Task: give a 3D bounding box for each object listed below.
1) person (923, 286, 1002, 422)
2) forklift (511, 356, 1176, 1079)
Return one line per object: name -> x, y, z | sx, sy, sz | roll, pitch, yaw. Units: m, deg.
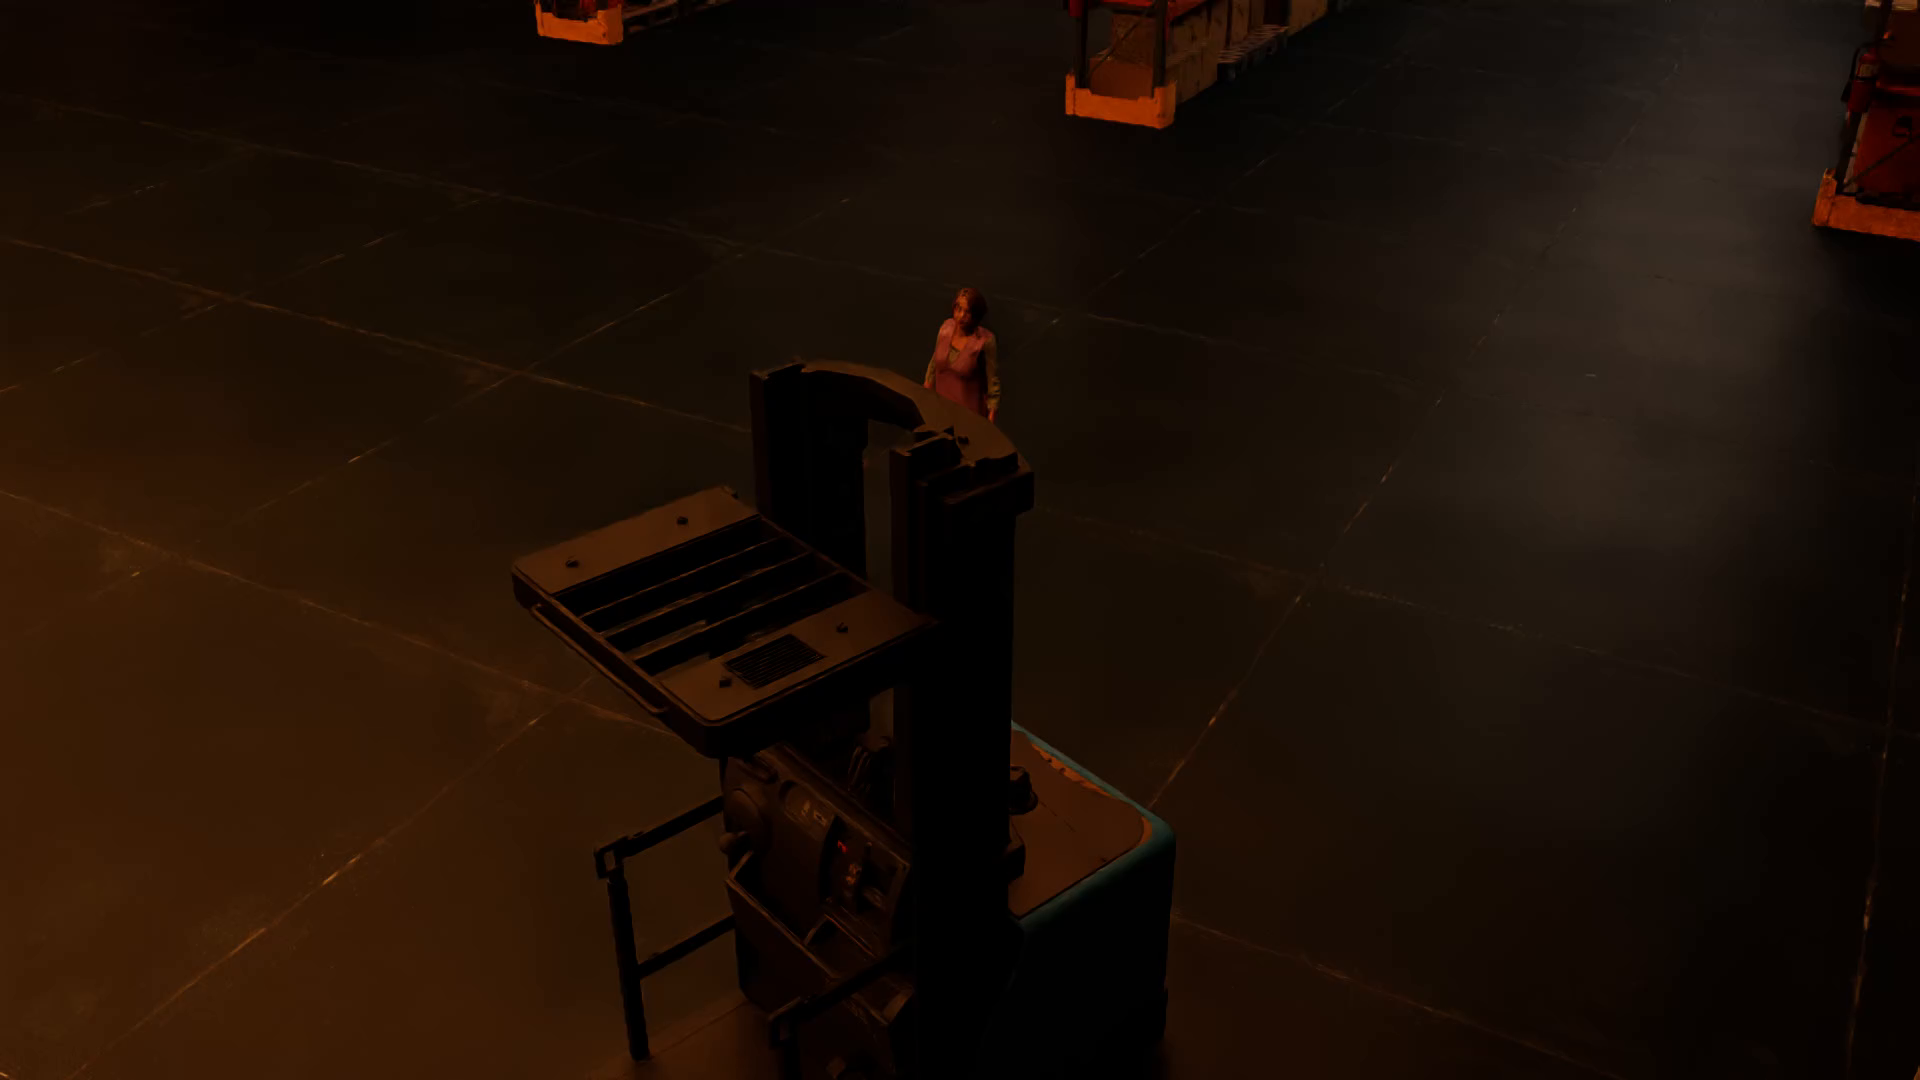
person -> -0.048, -0.669, 9.550 | 0.520, 1.597, 0.474 | 15, 33, 25
forklift -> -0.639, 1.012, 5.316 | 3.031, 2.935, 1.130 | -24, 37, -35
